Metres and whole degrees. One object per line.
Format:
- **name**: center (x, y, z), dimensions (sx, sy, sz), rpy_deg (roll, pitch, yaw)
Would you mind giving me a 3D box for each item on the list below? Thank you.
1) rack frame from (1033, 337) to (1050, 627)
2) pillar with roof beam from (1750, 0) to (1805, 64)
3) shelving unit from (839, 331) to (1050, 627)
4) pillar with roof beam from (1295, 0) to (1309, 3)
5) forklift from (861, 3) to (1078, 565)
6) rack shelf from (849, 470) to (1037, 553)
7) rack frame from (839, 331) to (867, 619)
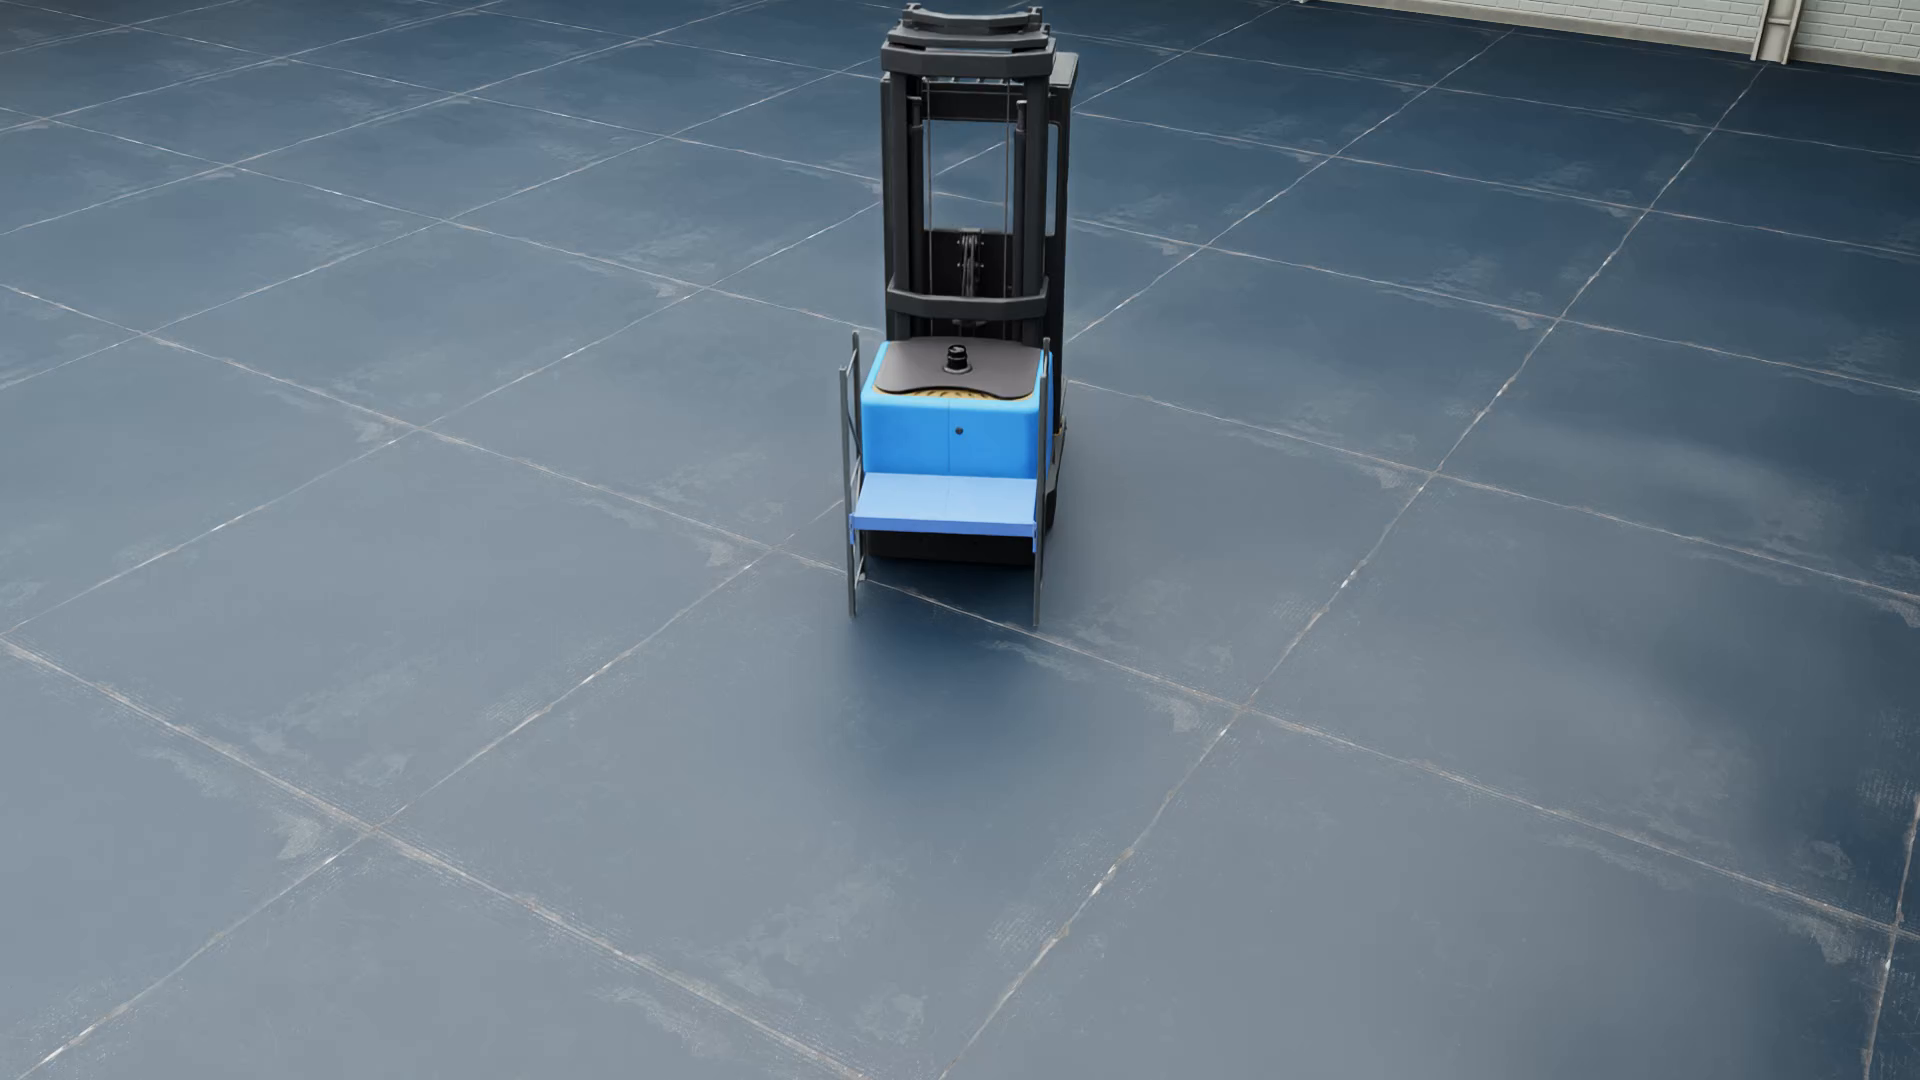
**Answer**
- **rack frame**: center (0.437, -0.296, 8.941), dimensions (0.032, 1.500, 0.500), rpy_deg (2, 30, 4)
- **pillar with roof beam**: center (7.297, -7.735, 14.250), dimensions (0.400, 9.000, 9.100), rpy_deg (18, 35, 27)
- **shelving unit**: center (-0.069, -0.318, 8.979), dimensions (1.048, 1.500, 0.538), rpy_deg (2, 30, 4)
- **pillar with roof beam**: center (2.215, -9.342, 17.006), dimensions (0.400, 9.000, 9.100), rpy_deg (18, 35, 27)
- **forklift**: center (0.119, -1.841, 10.169), dimensions (1.130, 2.935, 3.031), rpy_deg (3, 30, 6)
- **rack shelf**: center (-0.069, -0.162, 9.069), dimensions (1.000, 0.185, 0.538), rpy_deg (2, 30, 4)
- **rack frame**: center (-0.576, -0.340, 9.016), dimensions (0.032, 1.500, 0.500), rpy_deg (2, 30, 4)
